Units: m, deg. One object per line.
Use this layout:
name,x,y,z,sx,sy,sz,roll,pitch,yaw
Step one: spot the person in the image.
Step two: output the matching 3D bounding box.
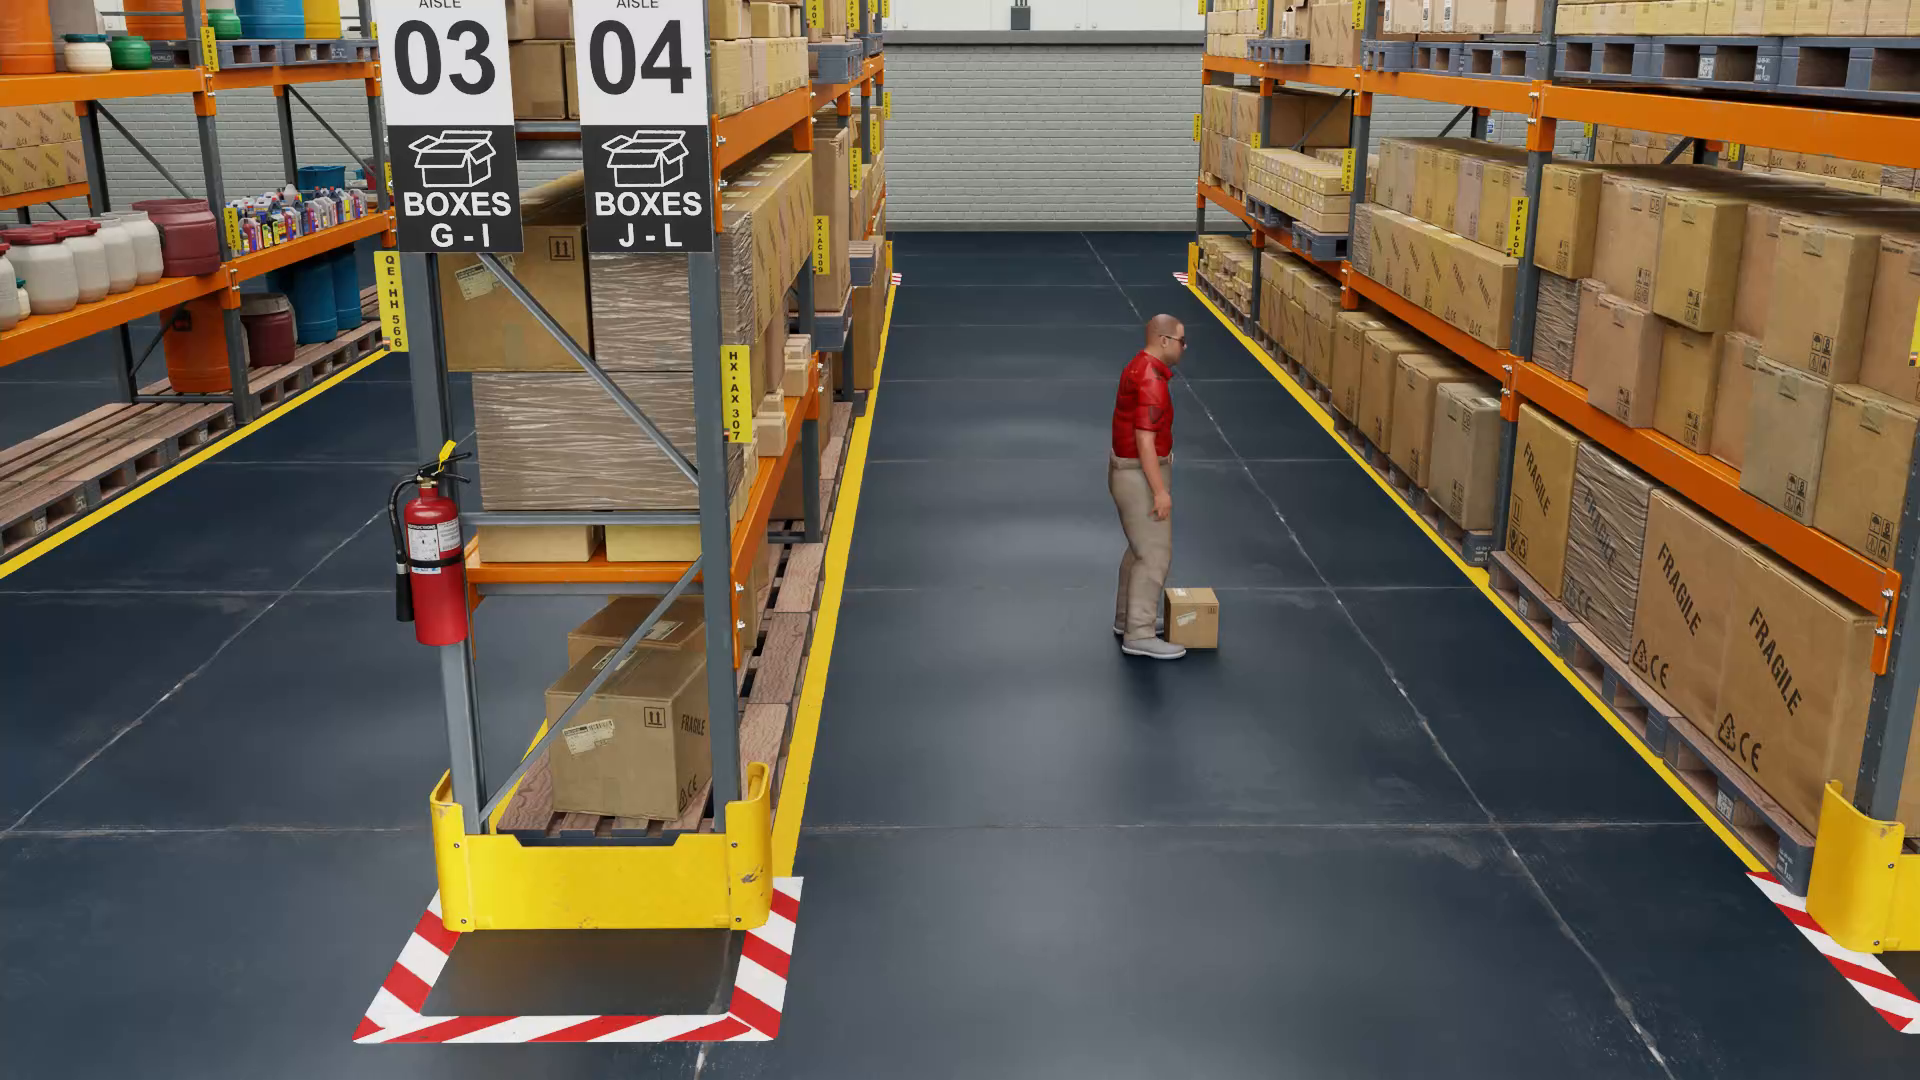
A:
person,0.953,-0.327,8.517,0.370,1.657,0.584,0,17,-1
